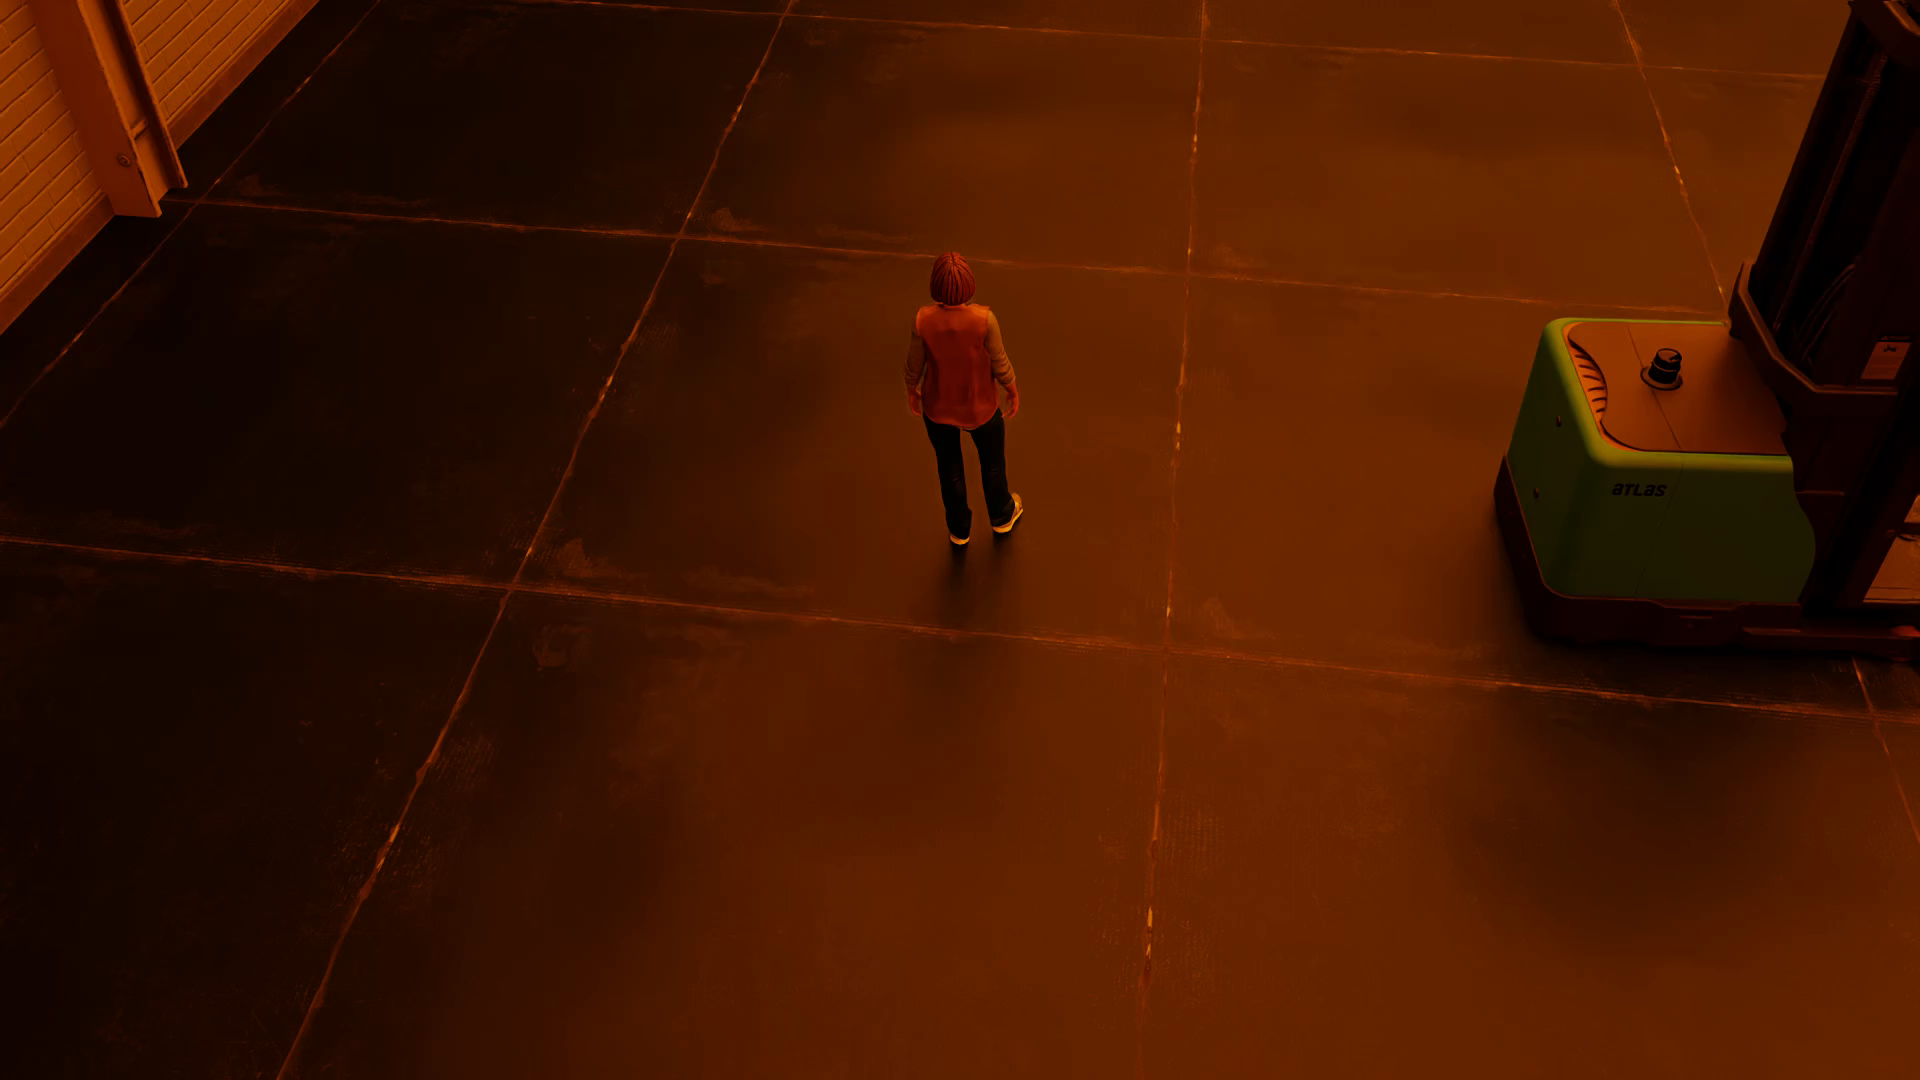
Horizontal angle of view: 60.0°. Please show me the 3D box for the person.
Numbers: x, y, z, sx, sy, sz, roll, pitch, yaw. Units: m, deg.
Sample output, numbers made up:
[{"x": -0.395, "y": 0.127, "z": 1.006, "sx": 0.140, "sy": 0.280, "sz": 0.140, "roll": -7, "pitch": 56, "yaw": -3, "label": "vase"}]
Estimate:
[{"x": 0.024, "y": -0.642, "z": 7.398, "sx": 0.520, "sy": 1.597, "sz": 0.476, "roll": 5, "pitch": 43, "yaw": 6, "label": "person"}]

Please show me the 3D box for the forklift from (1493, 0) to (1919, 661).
[{"x": 4.066, "y": -0.911, "z": 6.716, "sx": 3.031, "sy": 2.935, "sz": 1.130, "roll": 2, "pitch": 43, "yaw": 2, "label": "forklift"}]
